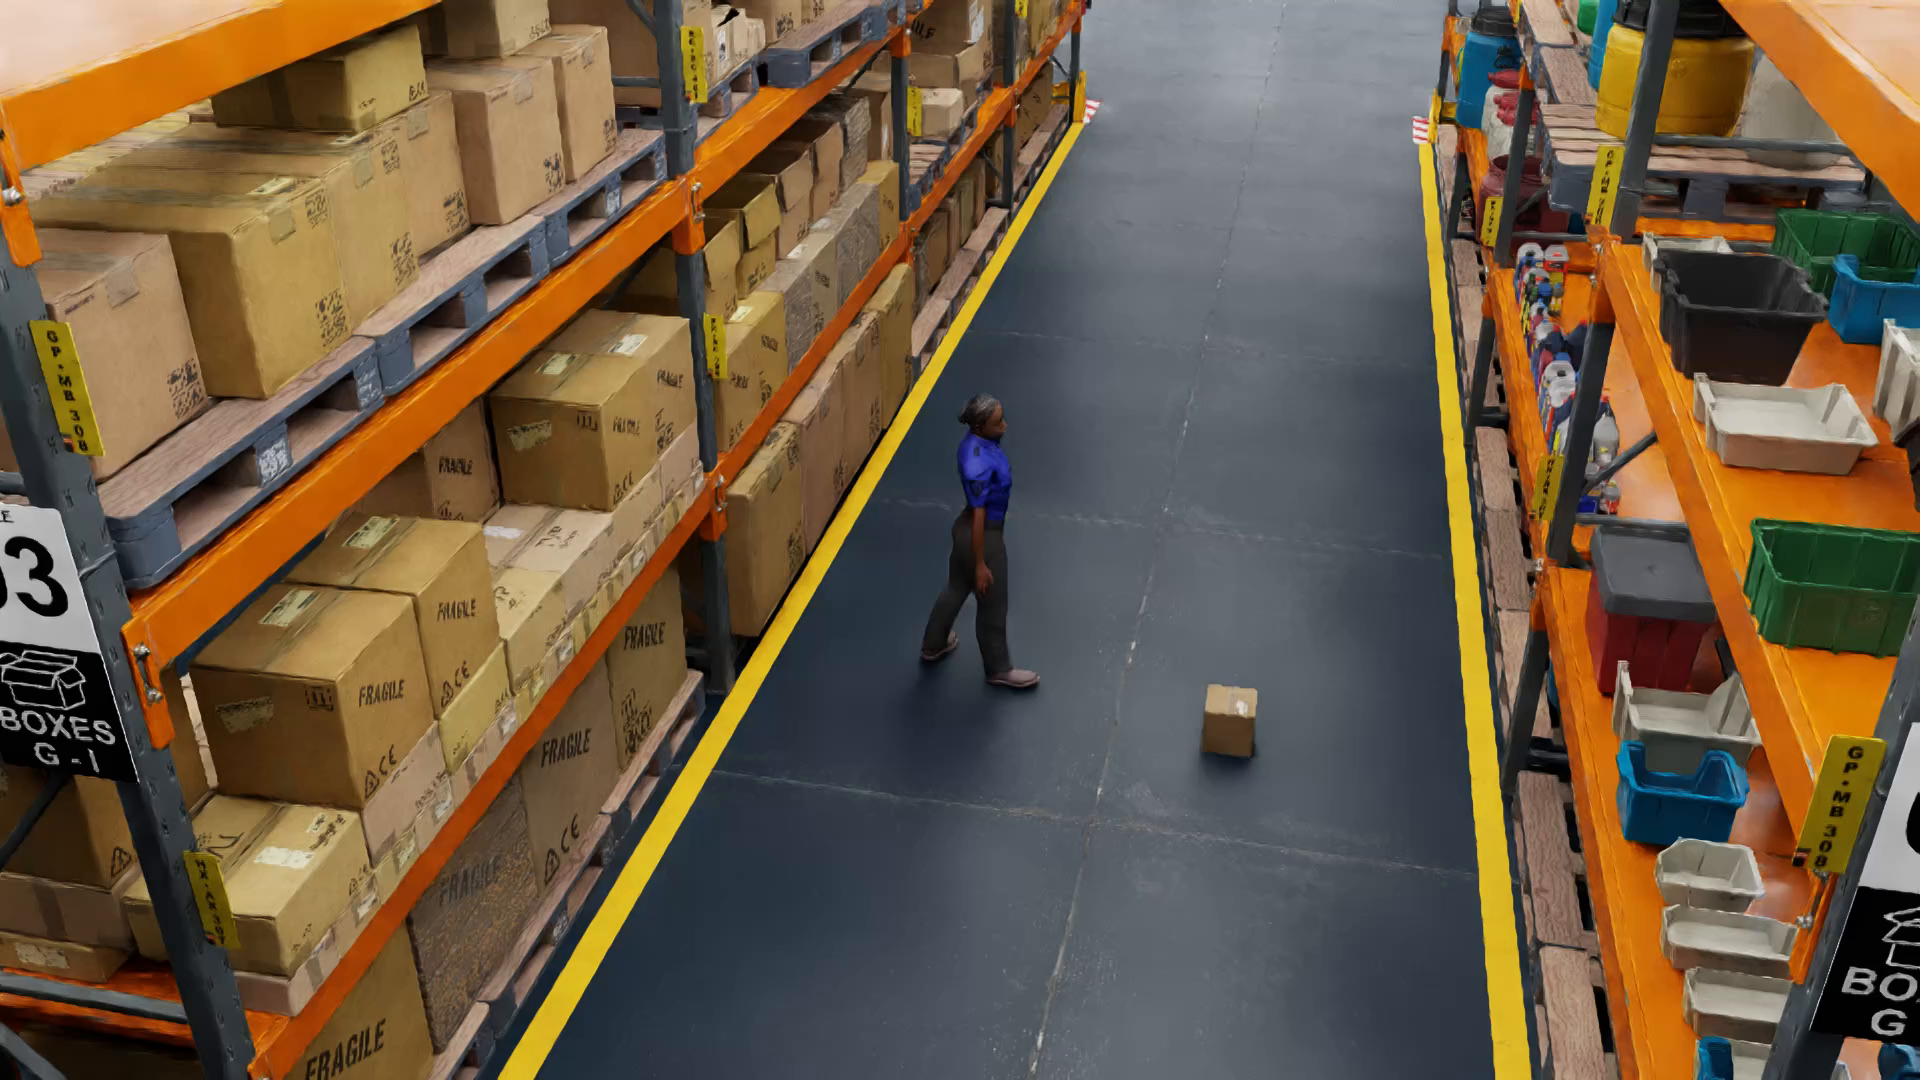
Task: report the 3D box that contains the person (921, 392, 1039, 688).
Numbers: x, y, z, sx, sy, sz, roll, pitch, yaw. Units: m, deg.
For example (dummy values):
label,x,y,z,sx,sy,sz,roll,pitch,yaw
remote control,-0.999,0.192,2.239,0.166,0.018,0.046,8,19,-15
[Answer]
label,x,y,z,sx,sy,sz,roll,pitch,yaw
person,0.105,0.000,8.607,0.622,1.645,0.687,-2,29,-3
